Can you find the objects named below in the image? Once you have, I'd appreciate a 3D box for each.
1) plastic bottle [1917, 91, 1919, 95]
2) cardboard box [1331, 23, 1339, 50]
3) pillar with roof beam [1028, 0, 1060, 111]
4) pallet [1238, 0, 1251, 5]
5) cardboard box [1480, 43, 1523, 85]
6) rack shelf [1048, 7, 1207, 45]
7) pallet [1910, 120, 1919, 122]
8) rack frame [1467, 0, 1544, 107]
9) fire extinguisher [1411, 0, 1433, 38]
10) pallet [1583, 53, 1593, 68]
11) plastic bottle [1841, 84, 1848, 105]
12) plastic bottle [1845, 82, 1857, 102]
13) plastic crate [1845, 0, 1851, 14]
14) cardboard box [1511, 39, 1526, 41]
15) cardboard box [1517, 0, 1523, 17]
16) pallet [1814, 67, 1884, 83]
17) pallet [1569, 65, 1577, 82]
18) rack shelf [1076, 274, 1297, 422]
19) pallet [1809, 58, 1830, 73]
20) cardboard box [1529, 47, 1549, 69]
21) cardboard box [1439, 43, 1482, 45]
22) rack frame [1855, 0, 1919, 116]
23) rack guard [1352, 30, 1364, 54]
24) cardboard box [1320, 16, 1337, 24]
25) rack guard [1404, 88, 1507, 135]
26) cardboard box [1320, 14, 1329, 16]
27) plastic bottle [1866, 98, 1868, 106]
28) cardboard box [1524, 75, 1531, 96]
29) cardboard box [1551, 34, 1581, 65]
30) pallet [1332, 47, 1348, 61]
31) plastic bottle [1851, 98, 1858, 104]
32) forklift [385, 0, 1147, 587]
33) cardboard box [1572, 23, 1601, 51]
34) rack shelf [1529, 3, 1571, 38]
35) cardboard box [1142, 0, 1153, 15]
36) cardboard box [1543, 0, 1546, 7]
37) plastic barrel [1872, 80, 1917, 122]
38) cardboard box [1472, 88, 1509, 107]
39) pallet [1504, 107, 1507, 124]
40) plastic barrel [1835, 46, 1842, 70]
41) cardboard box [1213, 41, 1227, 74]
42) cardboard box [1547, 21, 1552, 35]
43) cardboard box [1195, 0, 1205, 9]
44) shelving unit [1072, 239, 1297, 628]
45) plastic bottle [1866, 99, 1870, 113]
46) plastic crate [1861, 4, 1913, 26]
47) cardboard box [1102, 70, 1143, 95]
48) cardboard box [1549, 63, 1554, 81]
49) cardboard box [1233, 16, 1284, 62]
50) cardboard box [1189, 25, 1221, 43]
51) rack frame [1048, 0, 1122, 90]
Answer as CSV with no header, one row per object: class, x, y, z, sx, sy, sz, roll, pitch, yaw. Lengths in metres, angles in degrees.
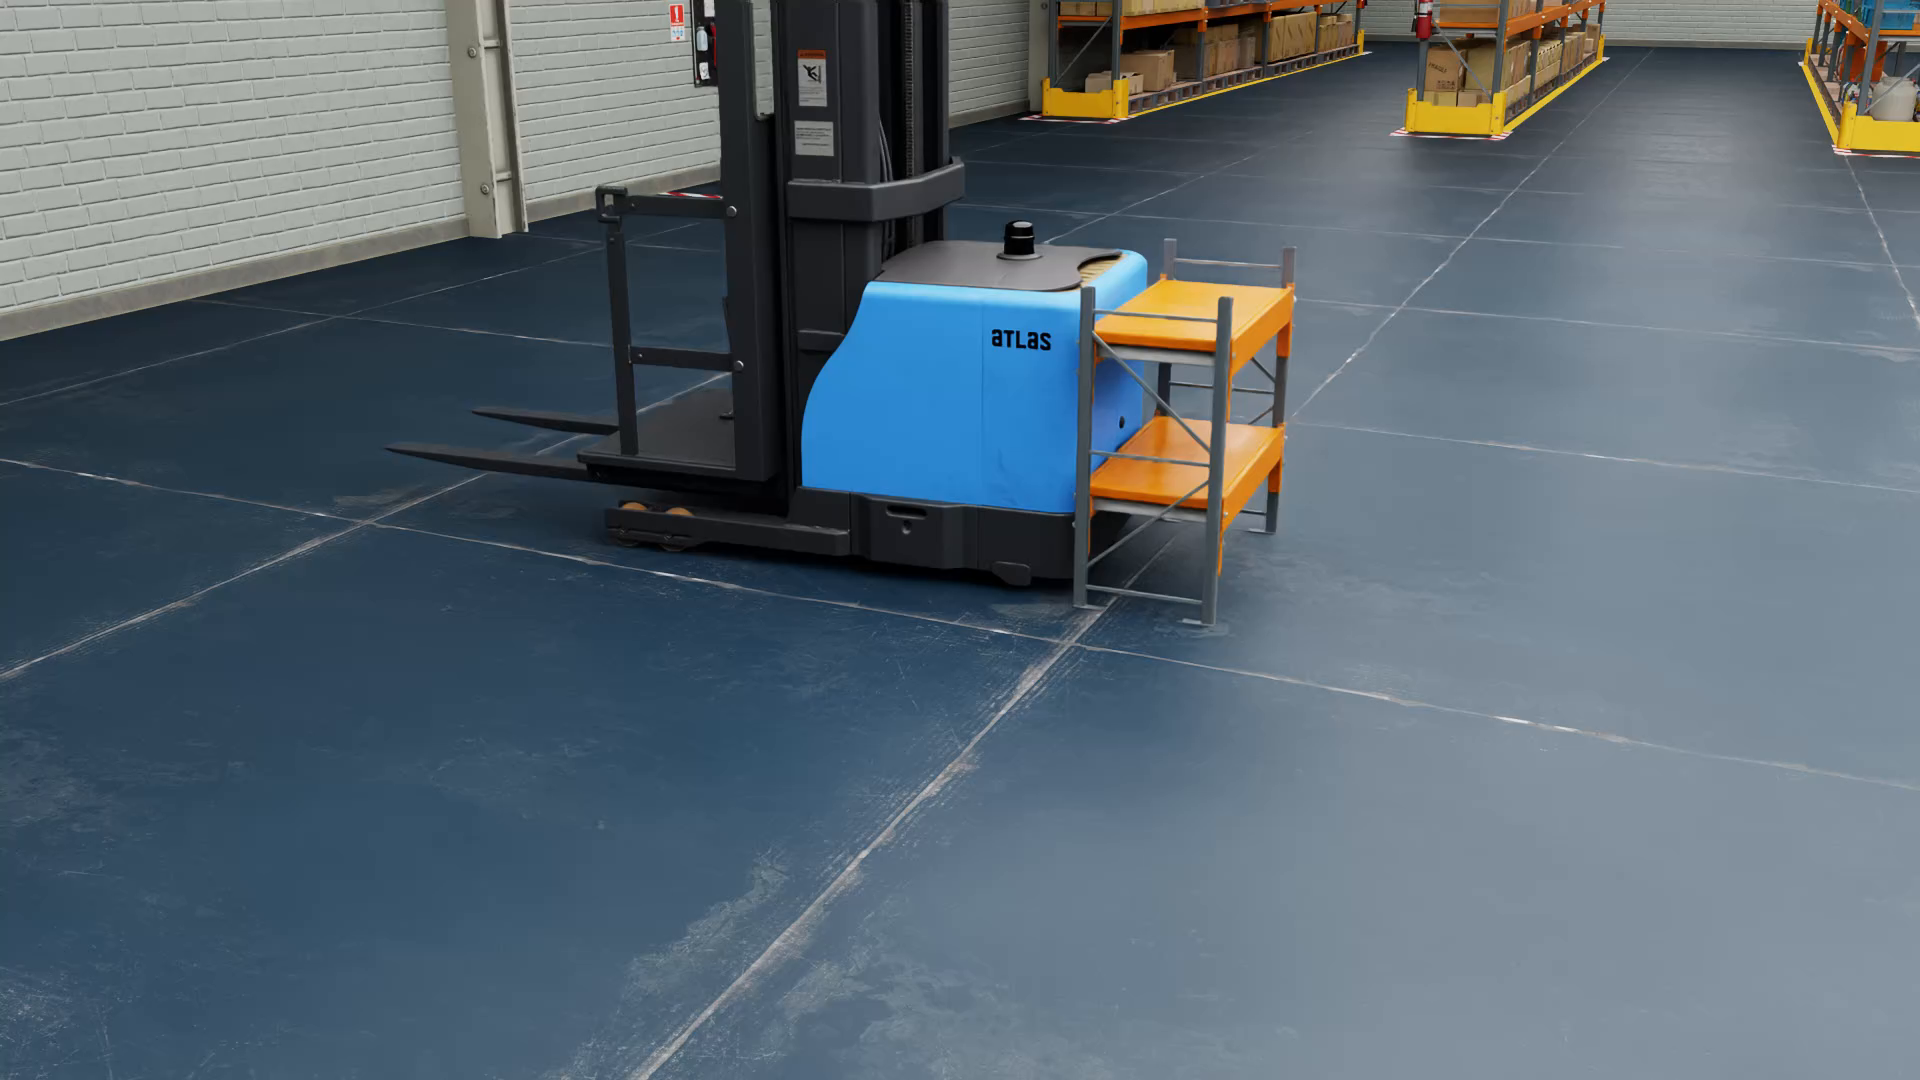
plastic bottle,12.014,-5.497,20.865,0.097,0.271,0.097,0,20,0
cardboard box,7.419,-10.439,34.448,0.700,0.500,0.500,9,22,24
pillar with roof beam,5.110,-9.794,20.580,9.100,9.000,0.400,9,21,23
pallet,4.187,-8.970,27.502,1.003,0.211,1.213,9,21,23
cardboard box,7.245,-6.395,22.331,0.500,0.500,0.500,9,21,23
rack shelf,2.504,-7.498,24.150,1.077,0.370,4.000,9,21,23
pallet,11.049,-4.830,19.735,1.003,0.211,1.213,9,21,23
rack frame,7.844,-7.770,23.841,1.000,3.000,0.127,9,21,23
fire extinguisher,5.733,-6.539,20.493,0.296,0.674,0.183,9,21,23
pallet,11.900,-9.486,32.827,1.003,0.211,1.213,9,21,23
plastic bottle,11.723,-5.873,21.916,0.152,0.276,0.135,9,22,25
plastic bottle,11.401,-5.671,21.235,0.144,0.351,0.185,8,21,22
plastic crate,12.817,-7.561,23.568,0.450,0.188,0.662,9,21,23
cardboard box,8.999,-8.040,27.239,0.500,0.311,0.500,9,22,25
cardboard box,7.249,-7.366,22.555,0.700,0.500,0.500,9,21,24
pallet,15.283,-7.991,28.623,1.003,0.211,1.213,9,21,23
pallet,10.323,-8.274,29.418,1.003,0.211,1.213,9,21,23
rack shelf,0.822,-0.702,5.890,0.538,0.278,1.000,8,21,21
pallet,16.401,-8.825,30.970,1.003,0.211,1.213,9,21,23
cardboard box,8.661,-7.340,25.270,0.500,0.311,0.500,8,21,21
cardboard box,6.756,-6.468,22.537,0.500,0.500,0.500,9,21,23
rack frame,10.723,-5.867,18.488,1.000,3.000,0.127,9,21,23
rack guard,8.247,-10.947,36.503,1.175,0.500,0.348,9,21,23
cardboard box,7.519,-10.674,34.141,0.380,0.149,0.250,8,21,21
rack guard,6.196,-5.362,20.801,1.175,0.500,0.348,9,21,23
cardboard box,7.600,-11.049,35.197,0.380,0.149,0.250,9,21,23
plastic bottle,11.301,-5.474,20.783,0.061,0.283,0.133,9,21,23
cardboard box,7.853,-6.501,23.748,0.500,0.250,0.500,9,21,23
cardboard box,10.763,-8.752,29.675,0.500,0.500,0.500,9,21,23
pallet,7.480,-10.176,34.769,1.003,0.211,1.213,9,21,23
plastic bottle,11.075,-5.377,20.631,0.097,0.201,0.097,0,20,0
forklift,-0.841,-1.494,6.297,3.031,2.935,1.130,7,21,18
cardboard box,12.760,-10.268,33.938,0.500,0.500,0.500,9,21,23
rack shelf,8.663,-8.043,25.680,1.077,0.370,4.000,9,21,23
cardboard box,2.374,-7.431,23.081,0.500,0.250,0.500,8,21,21
cardboard box,9.011,-8.477,26.203,0.380,0.149,0.250,10,22,27
plastic barrel,10.923,-5.104,19.430,0.421,0.512,0.421,0,20,0
cardboard box,6.830,-5.736,21.599,0.500,0.250,0.500,9,21,23
pallet,6.481,-5.473,21.543,1.003,0.211,1.213,9,21,23
plastic barrel,14.796,-8.020,27.629,0.421,0.512,0.421,0,20,0
cardboard box,4.021,-8.021,27.620,0.700,0.500,0.500,9,21,23
cardboard box,10.290,-9.178,29.755,0.500,0.250,0.500,9,21,23
cardboard box,3.405,-8.201,25.247,0.500,0.250,0.500,9,21,23
shelving unit,0.822,-0.426,5.988,0.538,1.125,1.048,8,21,21
plastic bottle,11.382,-5.481,20.924,0.097,0.201,0.097,0,20,0
plastic crate,10.926,-6.188,19.615,0.499,0.251,0.408,9,21,23
cardboard box,2.284,-6.540,23.737,0.500,0.311,0.500,11,22,27
cardboard box,9.072,-7.390,26.248,0.500,0.250,0.500,9,22,24
cardboard box,5.382,-9.063,30.058,0.750,0.750,0.750,8,21,22
cardboard box,3.996,-8.354,27.436,0.500,0.250,0.500,8,21,21
rack frame,1.685,-7.226,22.311,1.000,3.000,0.127,9,21,23
